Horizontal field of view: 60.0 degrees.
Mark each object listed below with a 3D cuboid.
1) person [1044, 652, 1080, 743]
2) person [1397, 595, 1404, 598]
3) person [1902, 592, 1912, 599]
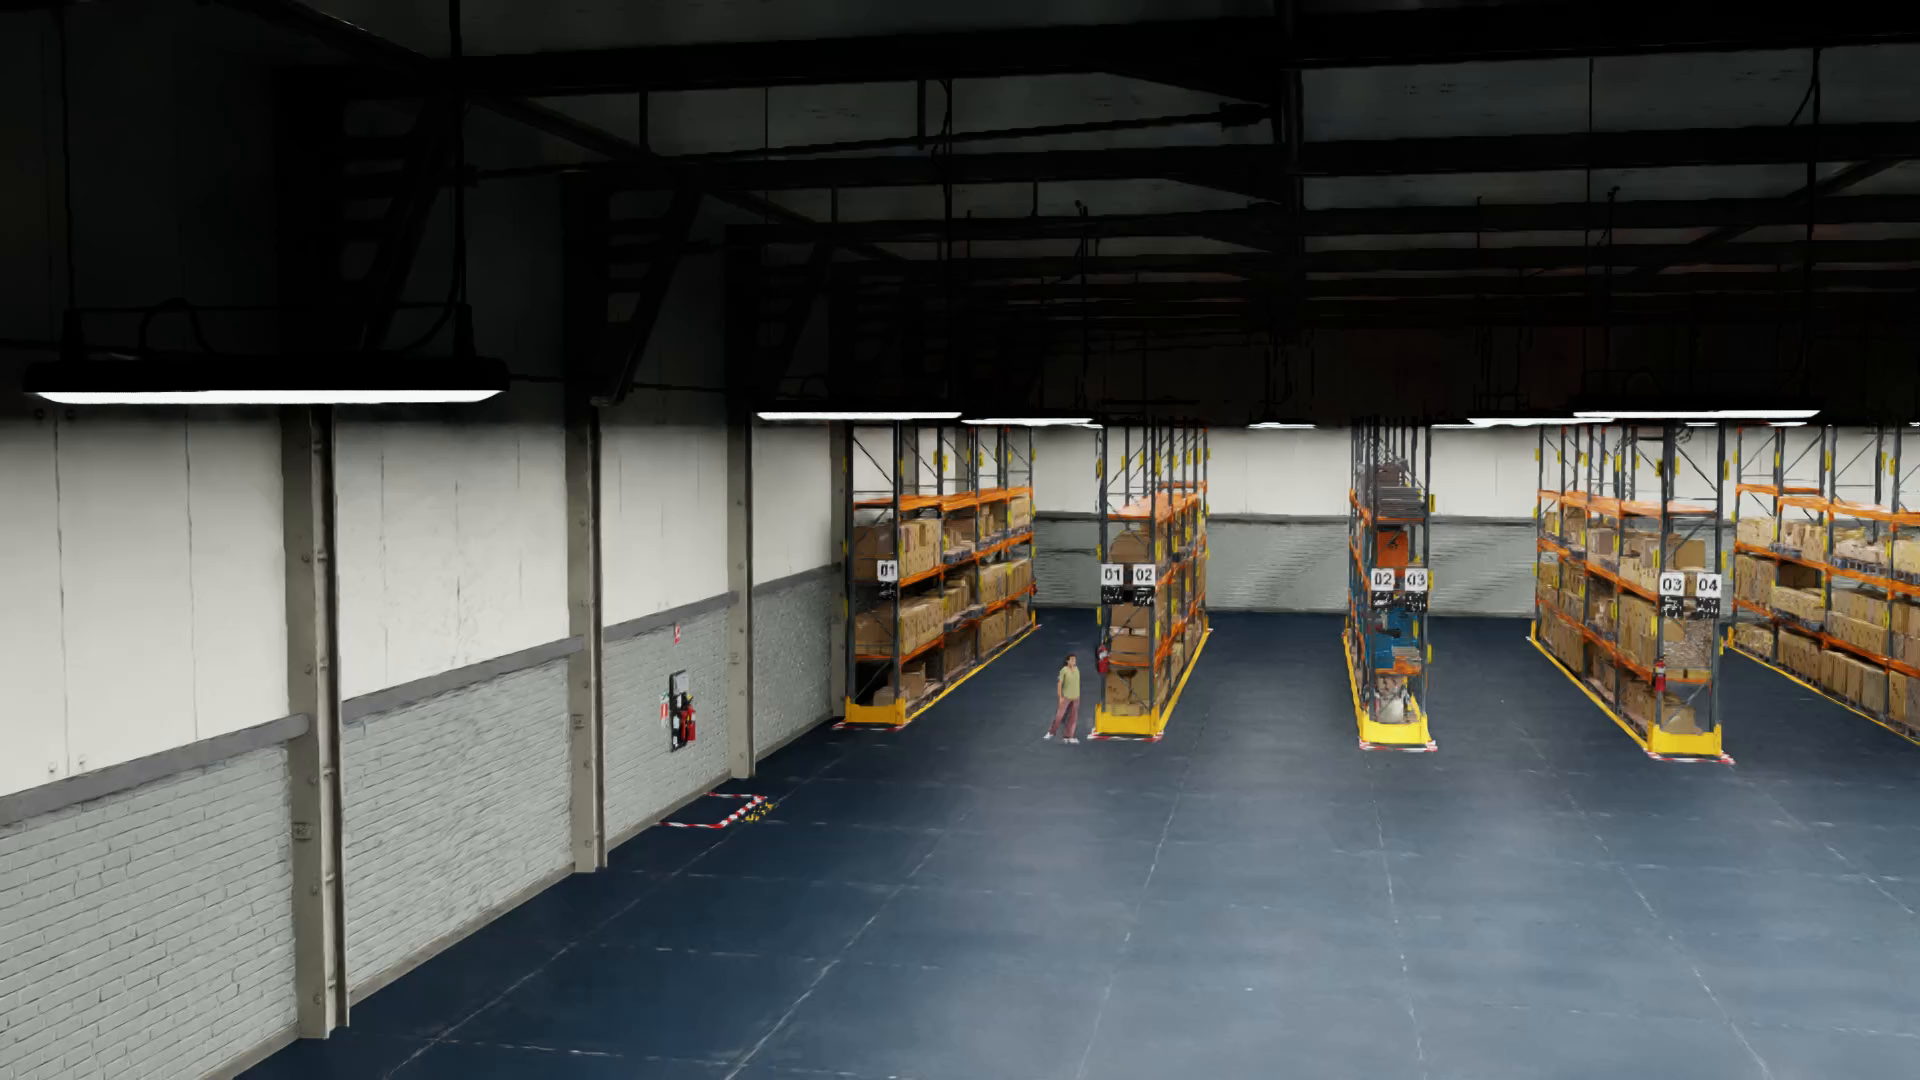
[{"bbox_3d":[1.870,2.869,30.362,0.649,1.665,0.484,-2,4,-30],"label":"person"},{"bbox_3d":[11.800,1.877,44.969,0.386,1.674,0.619,3,5,34],"label":"person"},{"bbox_3d":[24.042,2.111,42.188,0.447,1.595,0.511,0,4,6],"label":"person"}]
